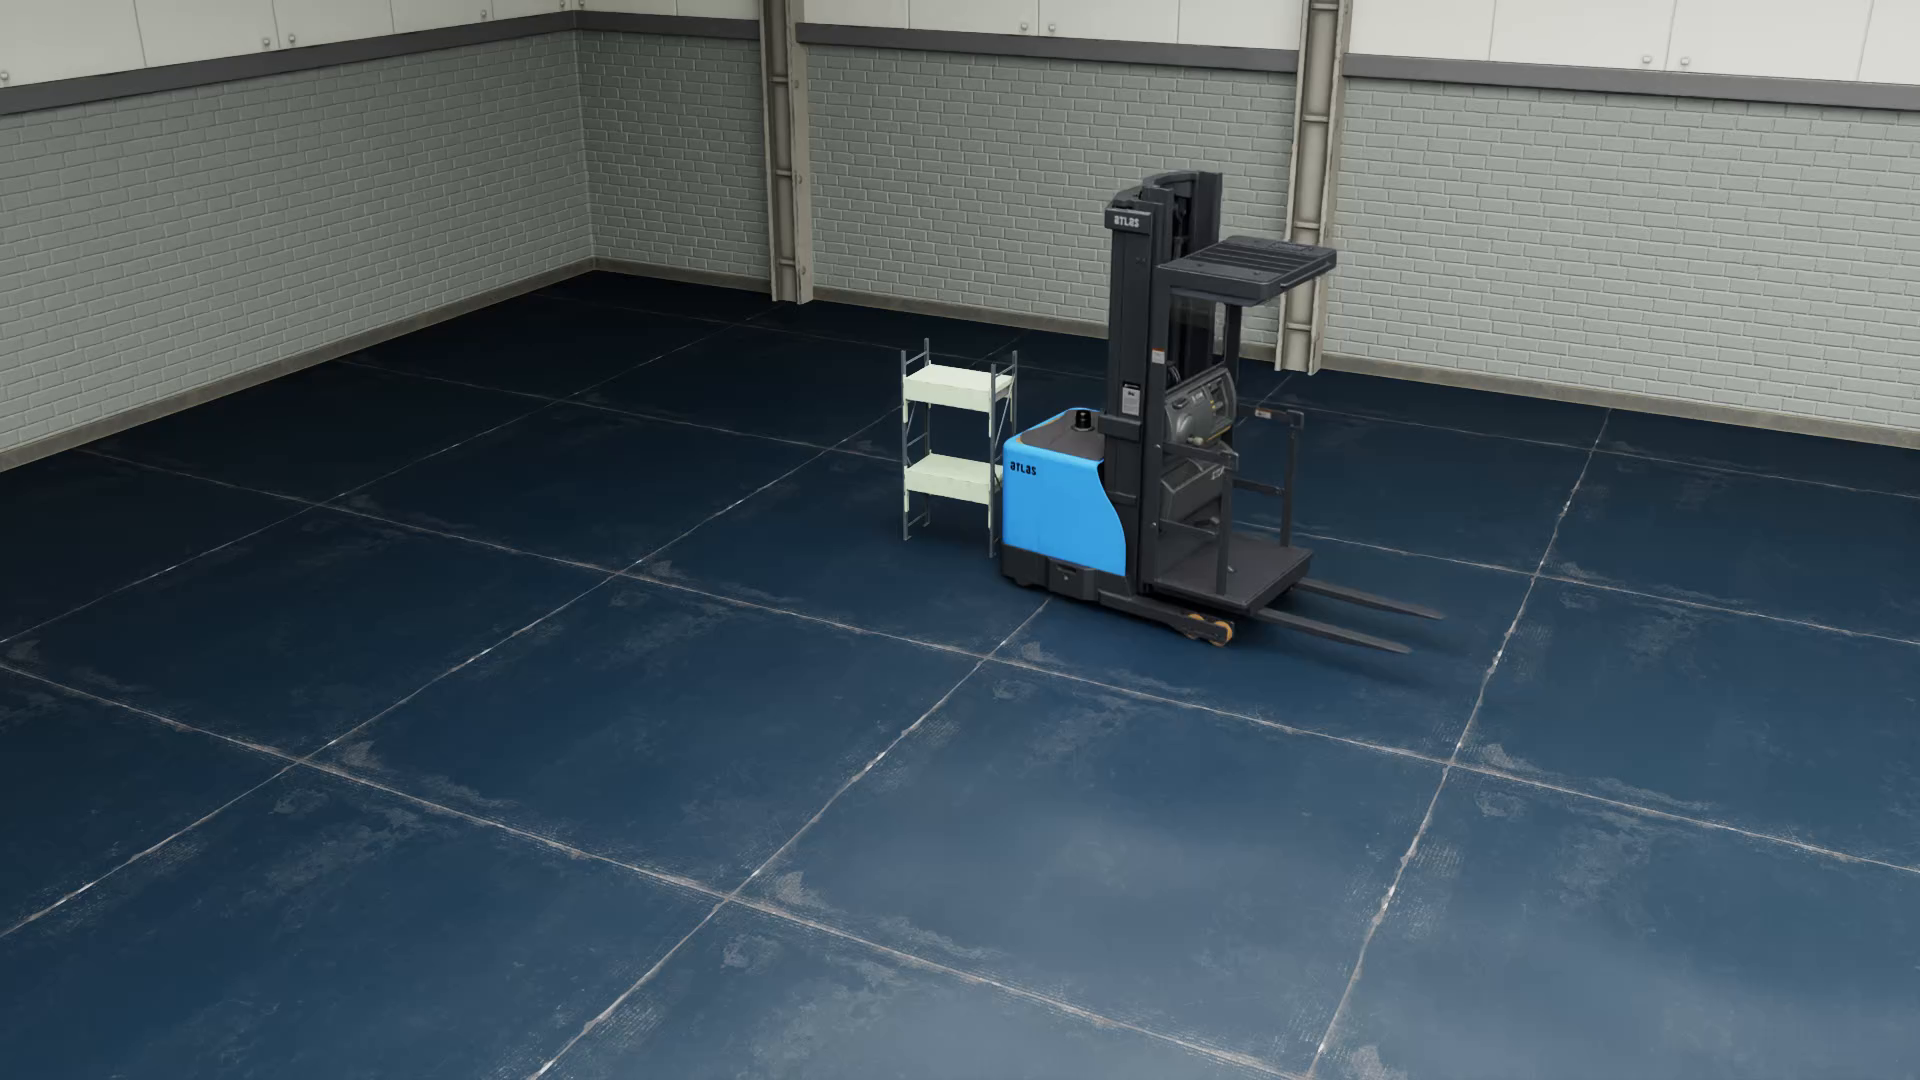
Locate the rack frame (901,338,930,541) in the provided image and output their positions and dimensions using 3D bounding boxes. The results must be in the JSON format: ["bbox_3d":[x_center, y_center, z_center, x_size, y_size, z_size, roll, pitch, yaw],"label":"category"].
[{"bbox_3d":[-0.333,-0.756,12.611,0.023,1.500,0.400,11,25,25],"label":"rack frame"}]

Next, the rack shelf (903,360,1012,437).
[{"bbox_3d":[-0.006,-1.050,12.307,0.720,0.370,0.431,11,25,25],"label":"rack shelf"}]

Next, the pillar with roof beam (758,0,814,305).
[{"bbox_3d":[-3.880,-5.430,14.019,0.400,9.000,9.100,11,25,25],"label":"pillar with roof beam"}]

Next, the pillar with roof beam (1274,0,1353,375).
[{"bbox_3d":[1.474,-4.370,11.528,0.400,9.000,9.100,11,25,25],"label":"pillar with roof beam"}]

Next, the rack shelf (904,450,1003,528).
[{"bbox_3d":[-0.006,-0.391,12.587,0.720,0.370,0.431,11,25,25],"label":"rack shelf"}]

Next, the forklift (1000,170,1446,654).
[{"bbox_3d":[1.786,-0.876,11.066,3.031,2.935,1.130,15,27,32],"label":"forklift"}]

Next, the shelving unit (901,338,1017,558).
[{"bbox_3d":[-0.006,-0.691,12.459,0.755,1.500,0.431,11,25,25],"label":"shelving unit"}]

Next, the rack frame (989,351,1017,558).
[{"bbox_3d":[0.321,-0.627,12.307,0.023,1.500,0.400,11,25,25],"label":"rack frame"}]
